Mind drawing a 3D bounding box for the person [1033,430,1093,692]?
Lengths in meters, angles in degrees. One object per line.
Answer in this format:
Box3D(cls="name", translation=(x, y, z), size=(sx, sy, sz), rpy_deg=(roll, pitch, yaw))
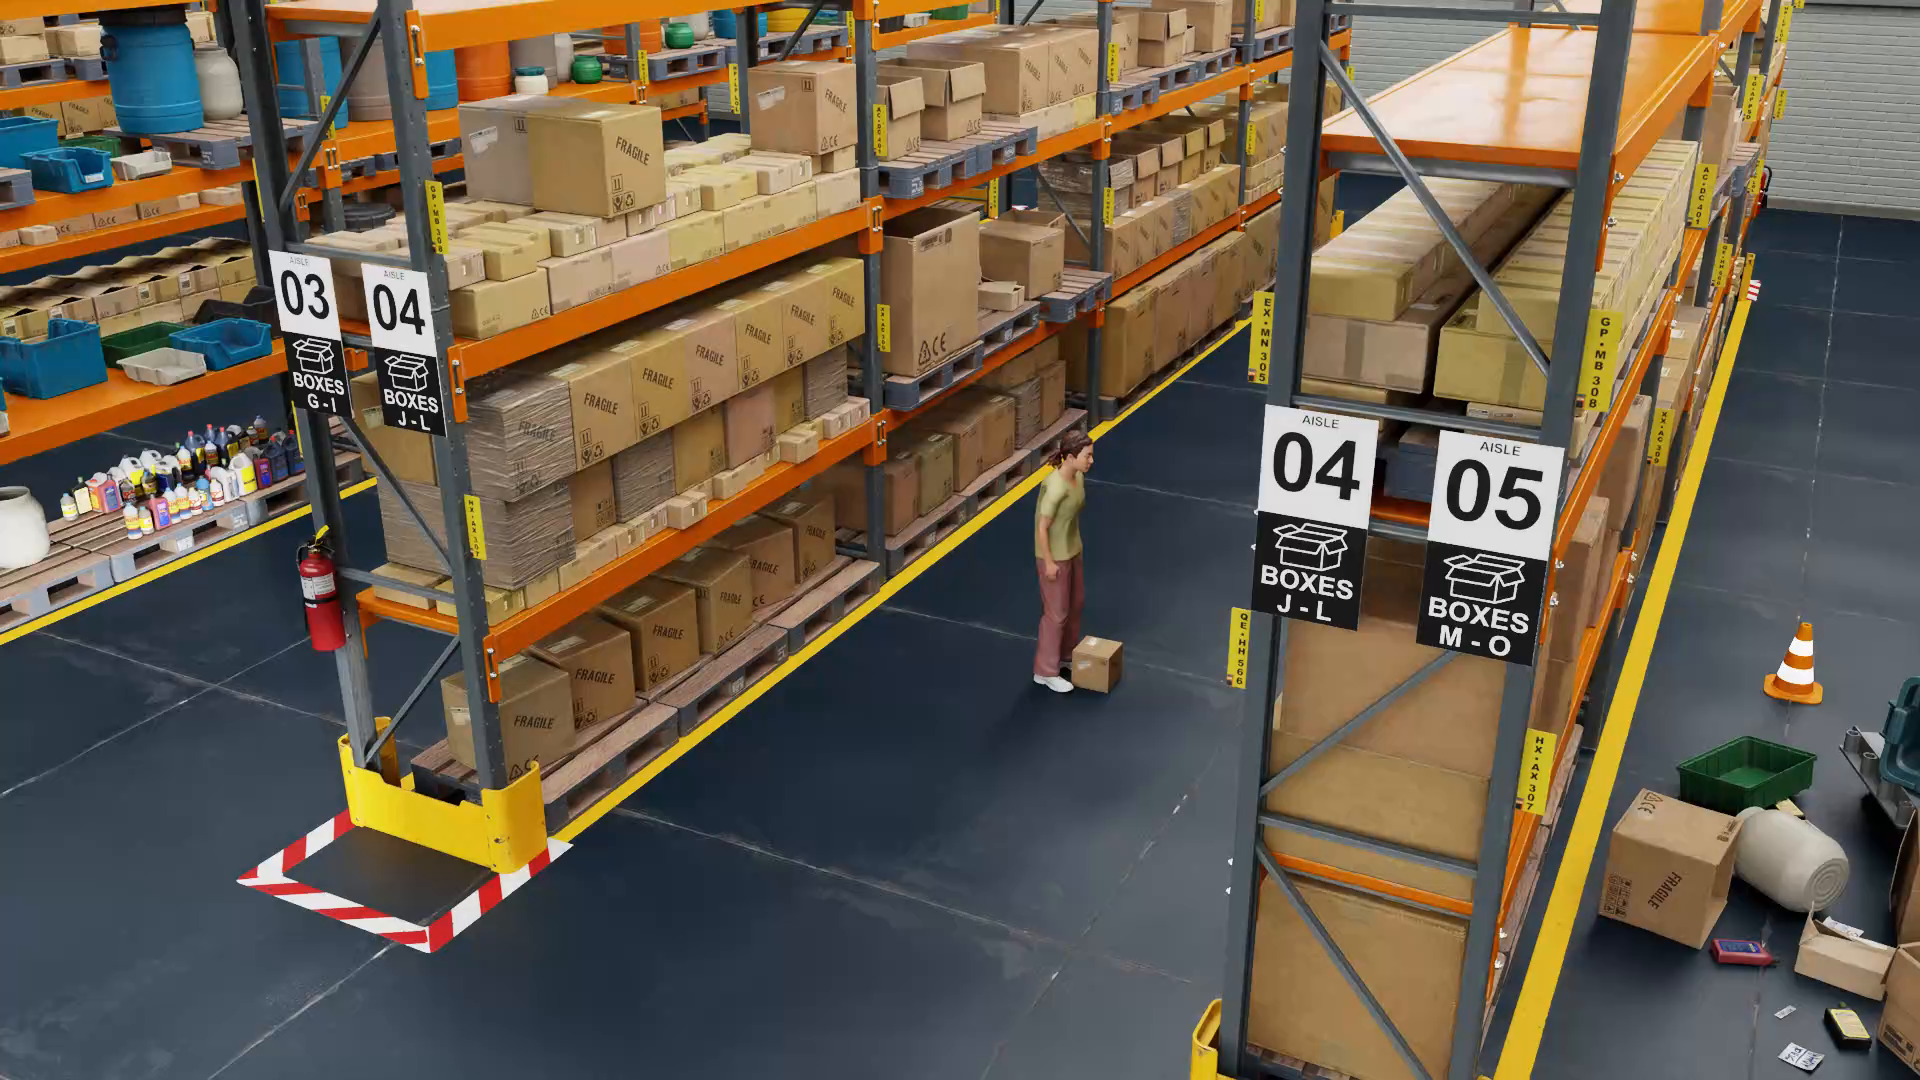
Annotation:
Box3D(cls="person", translation=(0.656, 0.100, 10.496), size=(0.353, 1.673, 0.502), rpy_deg=(11, 25, 24))
